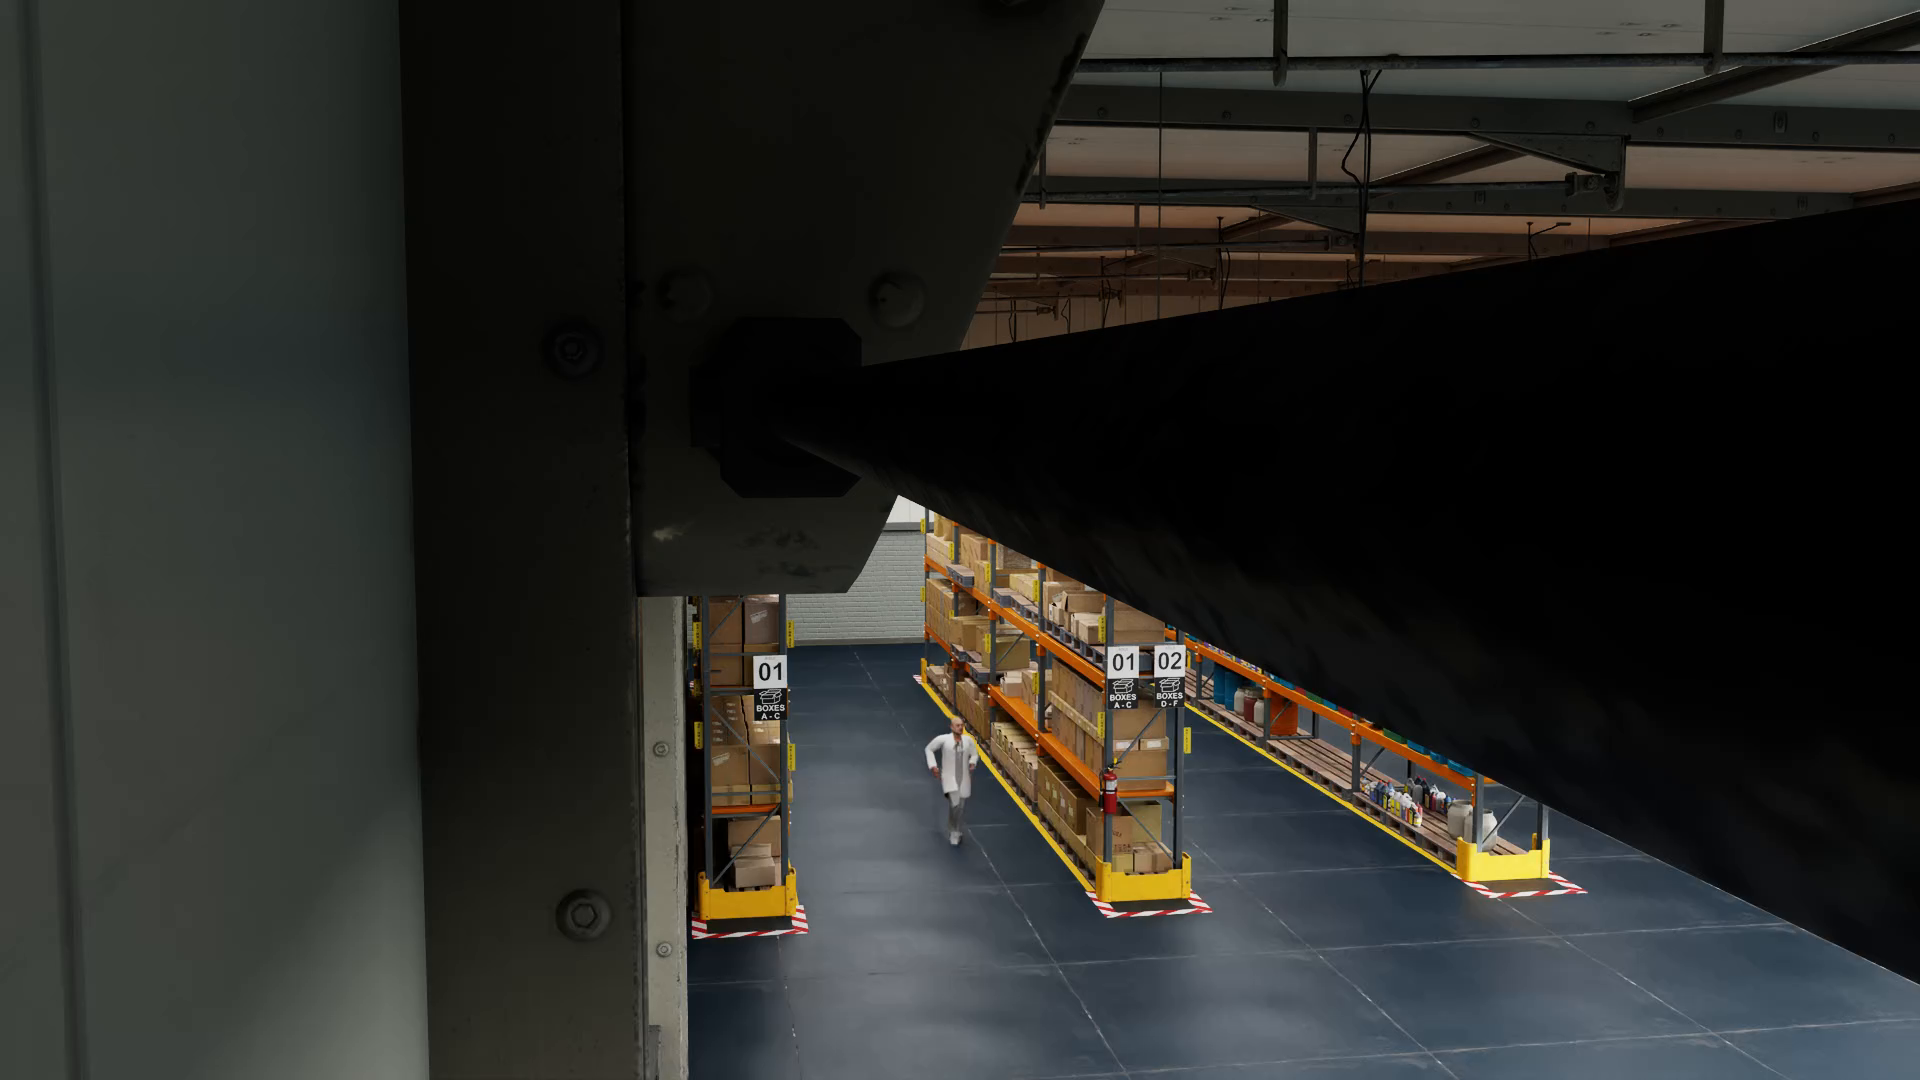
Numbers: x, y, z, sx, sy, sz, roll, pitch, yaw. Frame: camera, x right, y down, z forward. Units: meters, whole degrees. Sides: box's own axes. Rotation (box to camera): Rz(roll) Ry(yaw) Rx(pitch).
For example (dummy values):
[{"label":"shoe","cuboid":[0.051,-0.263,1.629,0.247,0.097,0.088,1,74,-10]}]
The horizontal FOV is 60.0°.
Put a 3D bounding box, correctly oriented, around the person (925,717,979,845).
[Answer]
[{"label":"person","cuboid":[-0.068,3.404,23.499,0.711,1.789,0.775,-2,5,-22]}]
